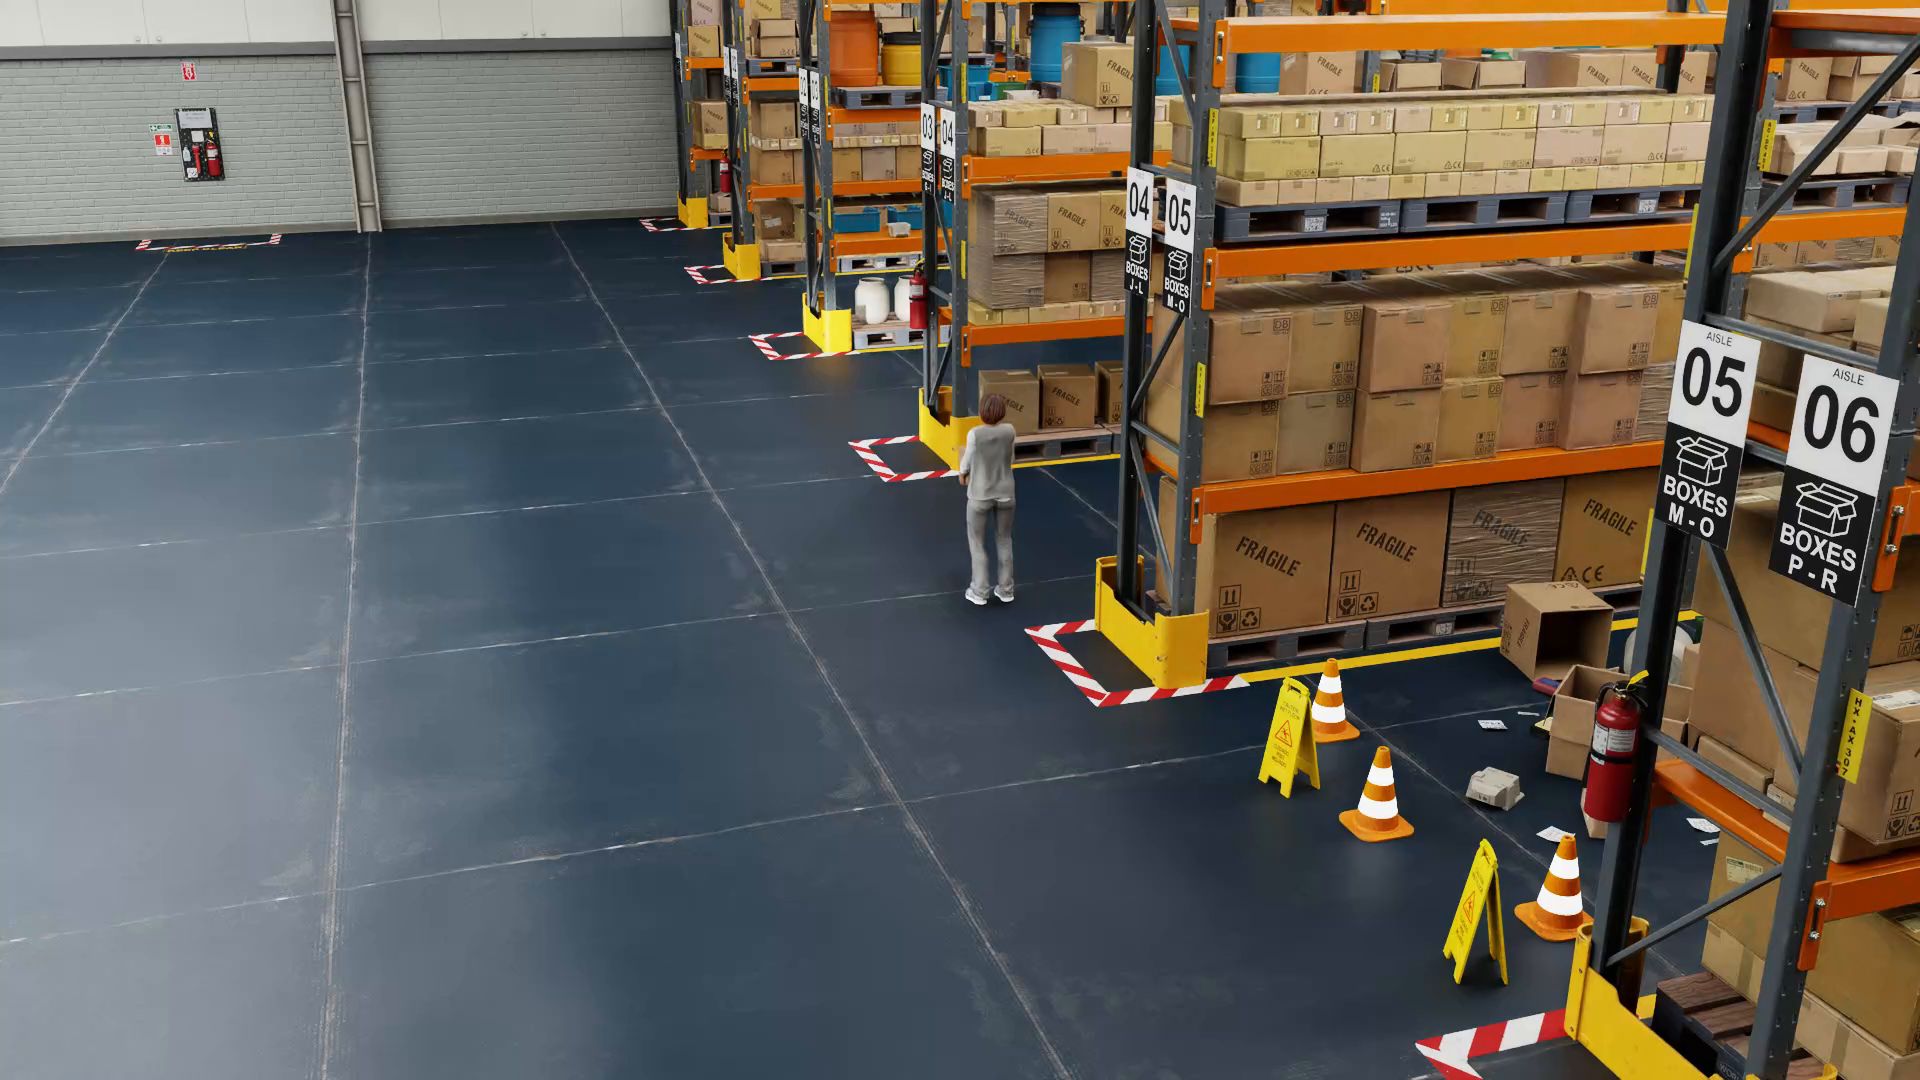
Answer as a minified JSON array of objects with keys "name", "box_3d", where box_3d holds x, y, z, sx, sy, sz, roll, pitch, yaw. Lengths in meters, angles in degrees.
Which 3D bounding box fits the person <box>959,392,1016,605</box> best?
[{"name":"person","box_3d":[0.196,-0.331,12.027,0.404,1.591,0.496,-6,20,-16]}]
